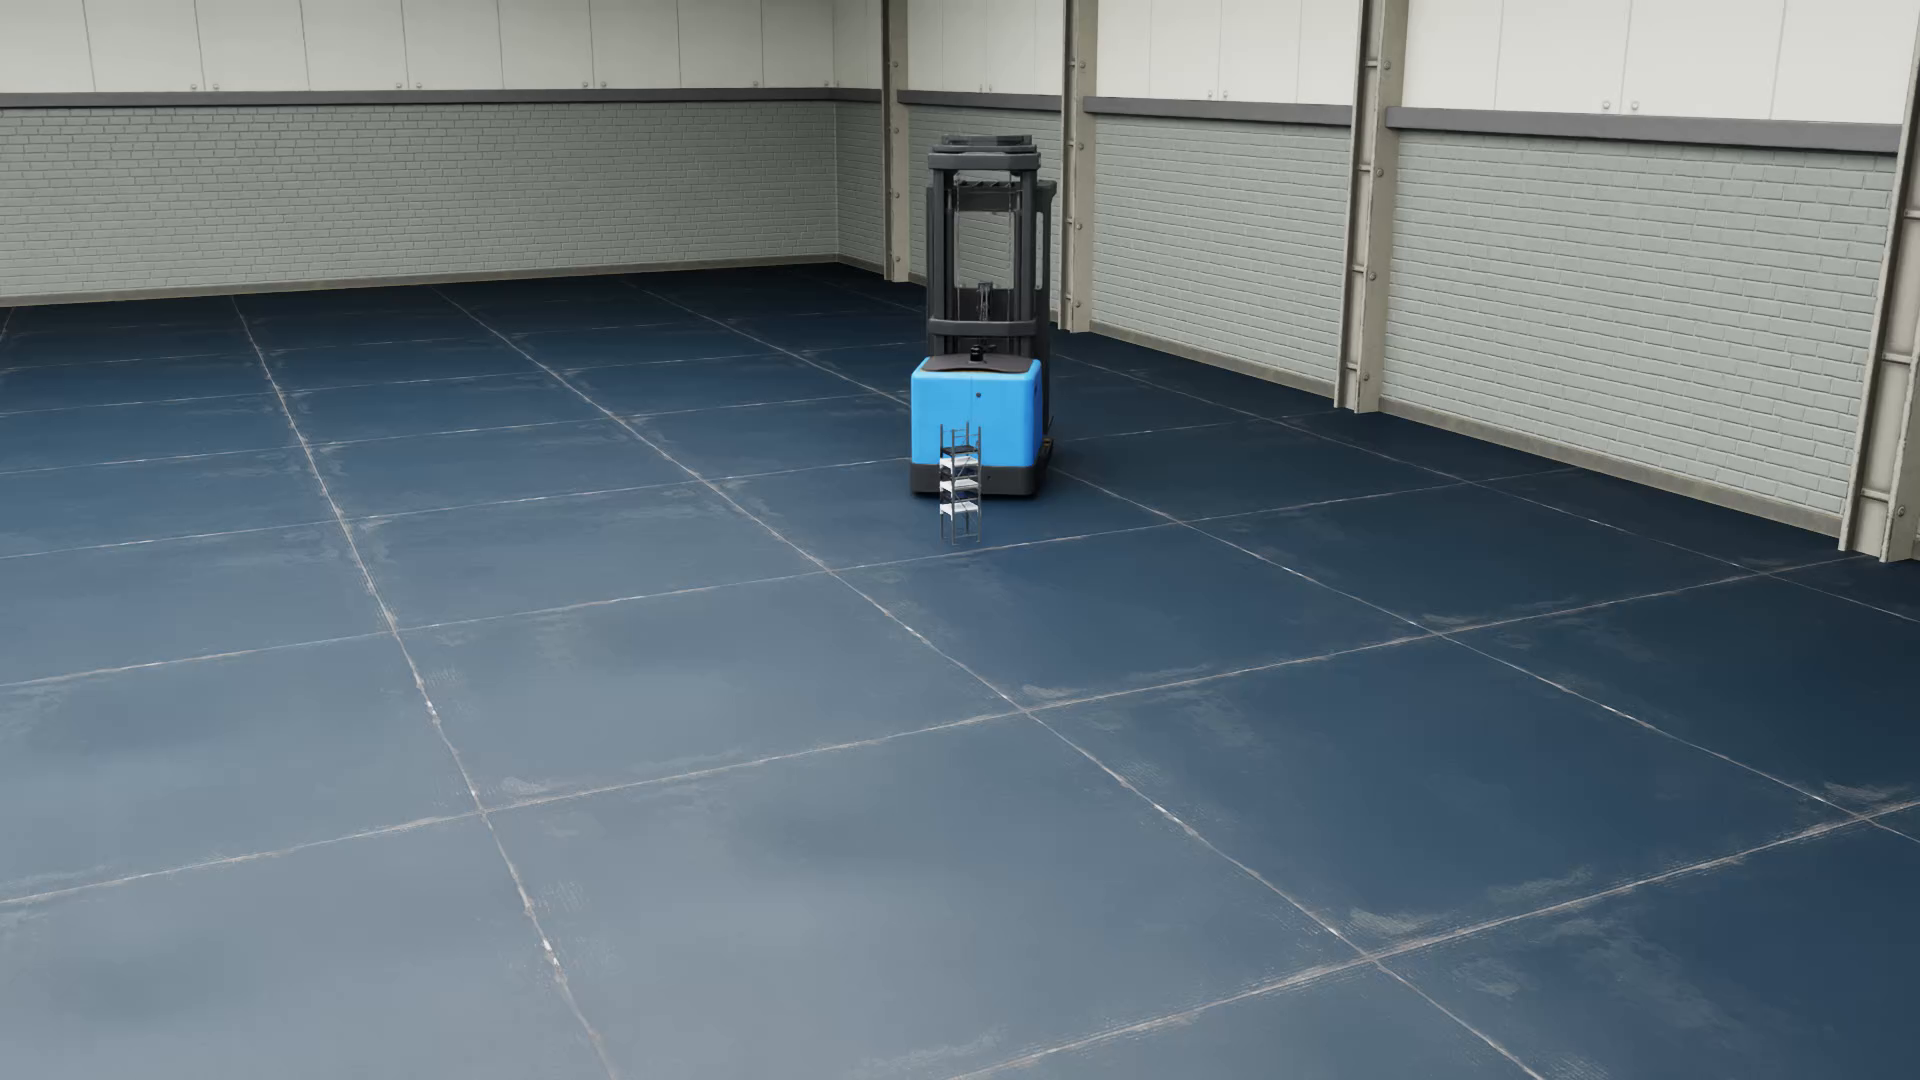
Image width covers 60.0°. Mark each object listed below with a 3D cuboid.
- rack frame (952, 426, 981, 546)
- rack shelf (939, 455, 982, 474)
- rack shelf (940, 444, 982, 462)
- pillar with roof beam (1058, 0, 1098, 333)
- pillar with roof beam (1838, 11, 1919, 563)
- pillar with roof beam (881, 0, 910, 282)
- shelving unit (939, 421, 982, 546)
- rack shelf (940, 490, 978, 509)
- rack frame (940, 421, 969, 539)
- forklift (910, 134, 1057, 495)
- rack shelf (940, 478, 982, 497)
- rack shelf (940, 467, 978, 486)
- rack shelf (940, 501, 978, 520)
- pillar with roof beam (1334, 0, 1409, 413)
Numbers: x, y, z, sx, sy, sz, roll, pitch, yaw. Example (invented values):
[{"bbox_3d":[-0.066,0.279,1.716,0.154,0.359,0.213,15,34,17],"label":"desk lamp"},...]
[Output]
[{"bbox_3d":[0.048,-0.405,12.532,0.240,0.900,0.006,-8,18,-25],"label":"rack frame"},{"bbox_3d":[0.004,-0.572,12.579,0.258,0.077,0.200,-8,18,-25],"label":"rack shelf"},{"bbox_3d":[0.004,-0.658,12.554,0.258,0.077,0.200,-8,18,-25],"label":"rack shelf"},{"bbox_3d":[-2.300,-6.682,19.720,9.100,9.000,0.400,-8,18,-25],"label":"pillar with roof beam"},{"bbox_3d":[2.957,-3.706,9.351,9.100,9.000,0.400,-8,18,-25],"label":"pillar with roof beam"},{"bbox_3d":[-4.929,-8.169,24.904,9.100,9.000,0.400,-8,18,-25],"label":"pillar with roof beam"},{"bbox_3d":[0.004,-0.431,12.620,0.258,0.900,0.210,-8,18,-25],"label":"shelving unit"},{"bbox_3d":[0.004,-0.312,12.654,0.258,0.077,0.200,-8,18,-25],"label":"rack shelf"},{"bbox_3d":[-0.041,-0.456,12.707,0.240,0.900,0.006,-8,18,-25],"label":"rack frame"},{"bbox_3d":[0.279,-2.140,14.893,1.130,2.935,3.031,2,16,7],"label":"forklift"},{"bbox_3d":[0.004,-0.398,12.629,0.258,0.077,0.200,-8,18,-25],"label":"rack shelf"},{"bbox_3d":[0.004,-0.485,12.604,0.258,0.077,0.200,-8,18,-25],"label":"rack shelf"},{"bbox_3d":[0.004,-0.225,12.678,0.258,0.077,0.200,-8,18,-25],"label":"rack shelf"},{"bbox_3d":[0.328,-5.194,14.535,9.100,9.000,0.400,-8,18,-25],"label":"pillar with roof beam"}]
